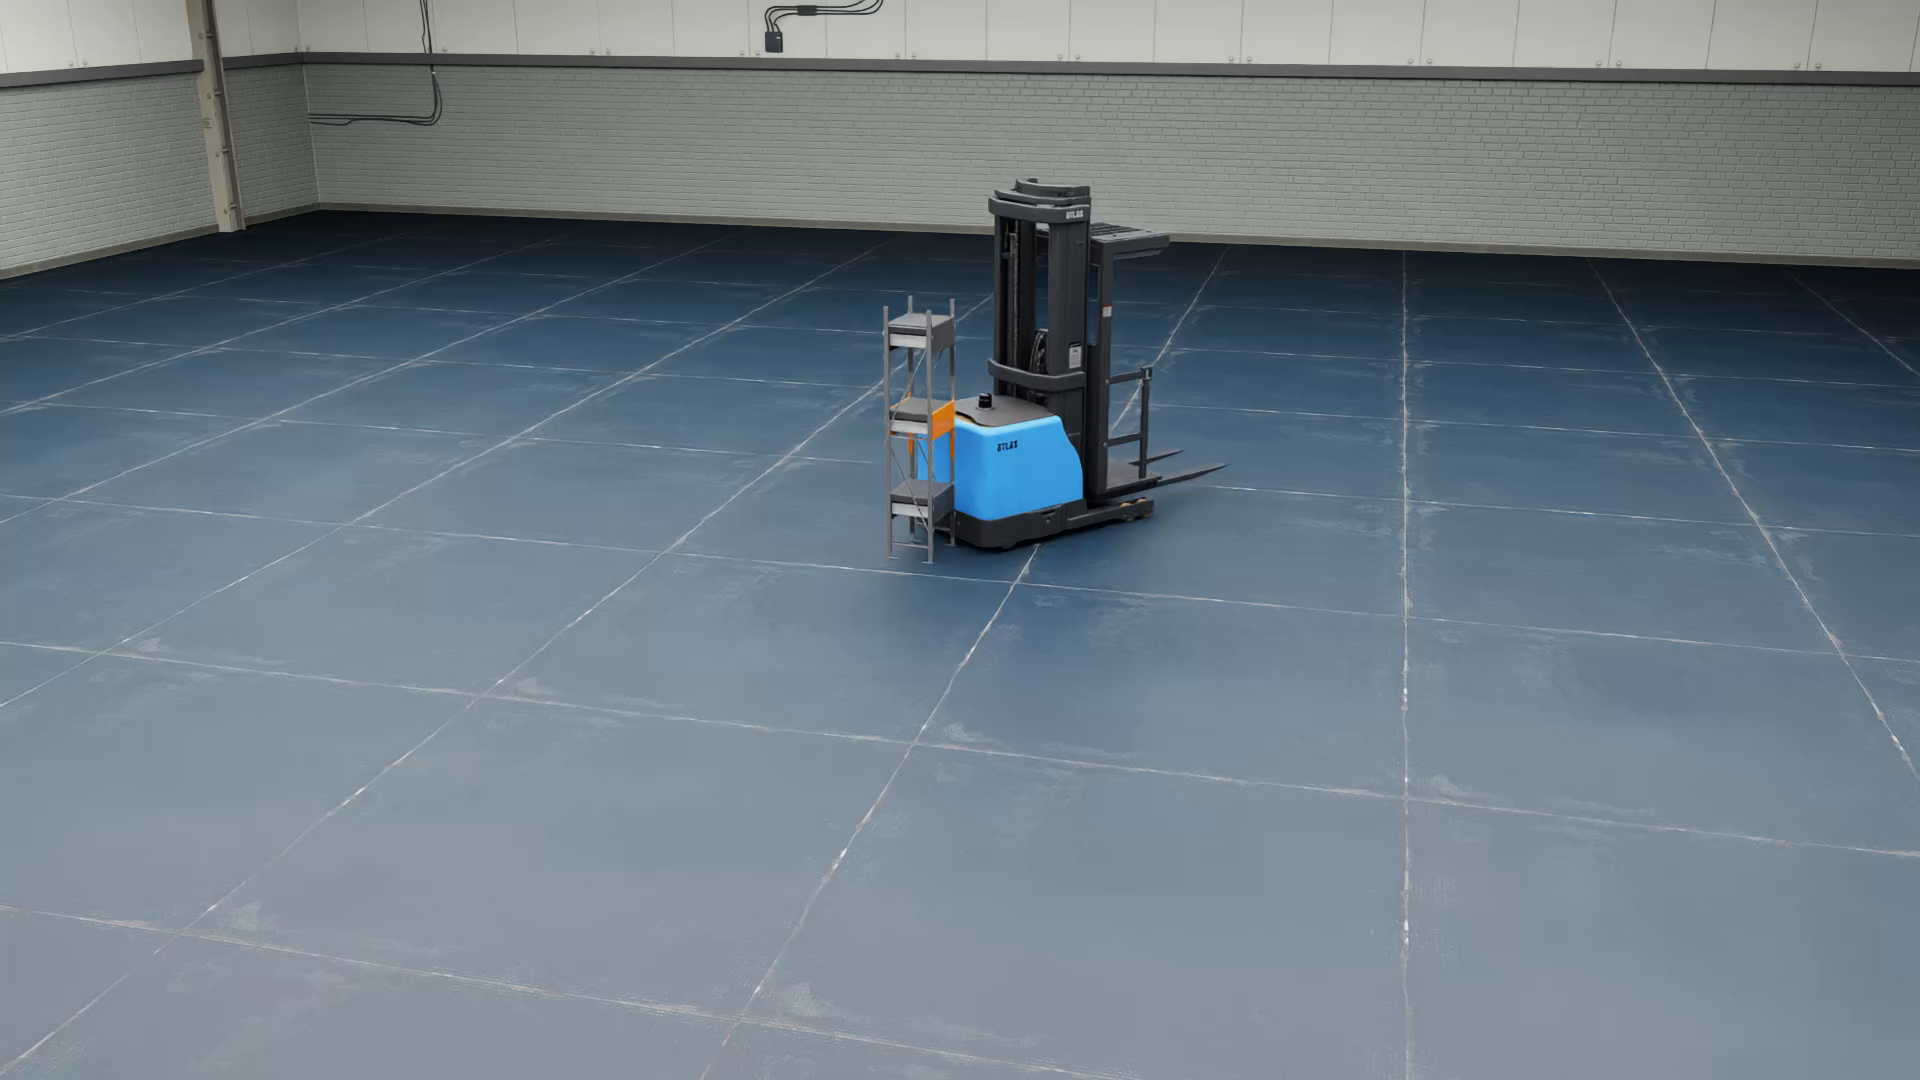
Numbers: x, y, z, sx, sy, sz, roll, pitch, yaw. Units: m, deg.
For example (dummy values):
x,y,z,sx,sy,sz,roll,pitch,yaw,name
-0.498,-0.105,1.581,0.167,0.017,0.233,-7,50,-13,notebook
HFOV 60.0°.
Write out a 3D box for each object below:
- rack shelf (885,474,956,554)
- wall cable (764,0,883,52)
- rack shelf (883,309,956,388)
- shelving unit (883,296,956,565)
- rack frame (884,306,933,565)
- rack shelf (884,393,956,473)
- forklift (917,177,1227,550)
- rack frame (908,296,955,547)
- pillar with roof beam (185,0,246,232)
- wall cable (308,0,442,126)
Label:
x,y,z,sx,sy,sz,roll,pitch,yaw,name
-0.322,-0.215,13.775,0.431,0.518,0.480,7,20,20,rack shelf
-2.452,-11.740,29.374,2.305,6.003,0.169,5,19,13,wall cable
-0.322,-1.540,13.323,0.431,0.518,0.480,7,20,20,rack shelf
-0.322,-0.890,13.545,0.431,2.100,0.503,7,20,20,shelving unit
-0.412,-0.817,13.330,0.400,2.100,0.015,7,20,20,rack frame
-0.322,-0.877,13.549,0.431,0.518,0.480,7,20,20,rack shelf
1.101,-1.670,14.541,3.031,2.935,1.130,-14,23,-35,forklift
-0.231,-0.963,13.759,0.400,2.100,0.015,7,20,20,rack frame
-9.481,-9.726,28.741,9.100,9.000,0.400,5,19,13,pillar with roof beam
-11.654,-9.416,32.636,3.097,2.526,0.112,5,19,13,wall cable
